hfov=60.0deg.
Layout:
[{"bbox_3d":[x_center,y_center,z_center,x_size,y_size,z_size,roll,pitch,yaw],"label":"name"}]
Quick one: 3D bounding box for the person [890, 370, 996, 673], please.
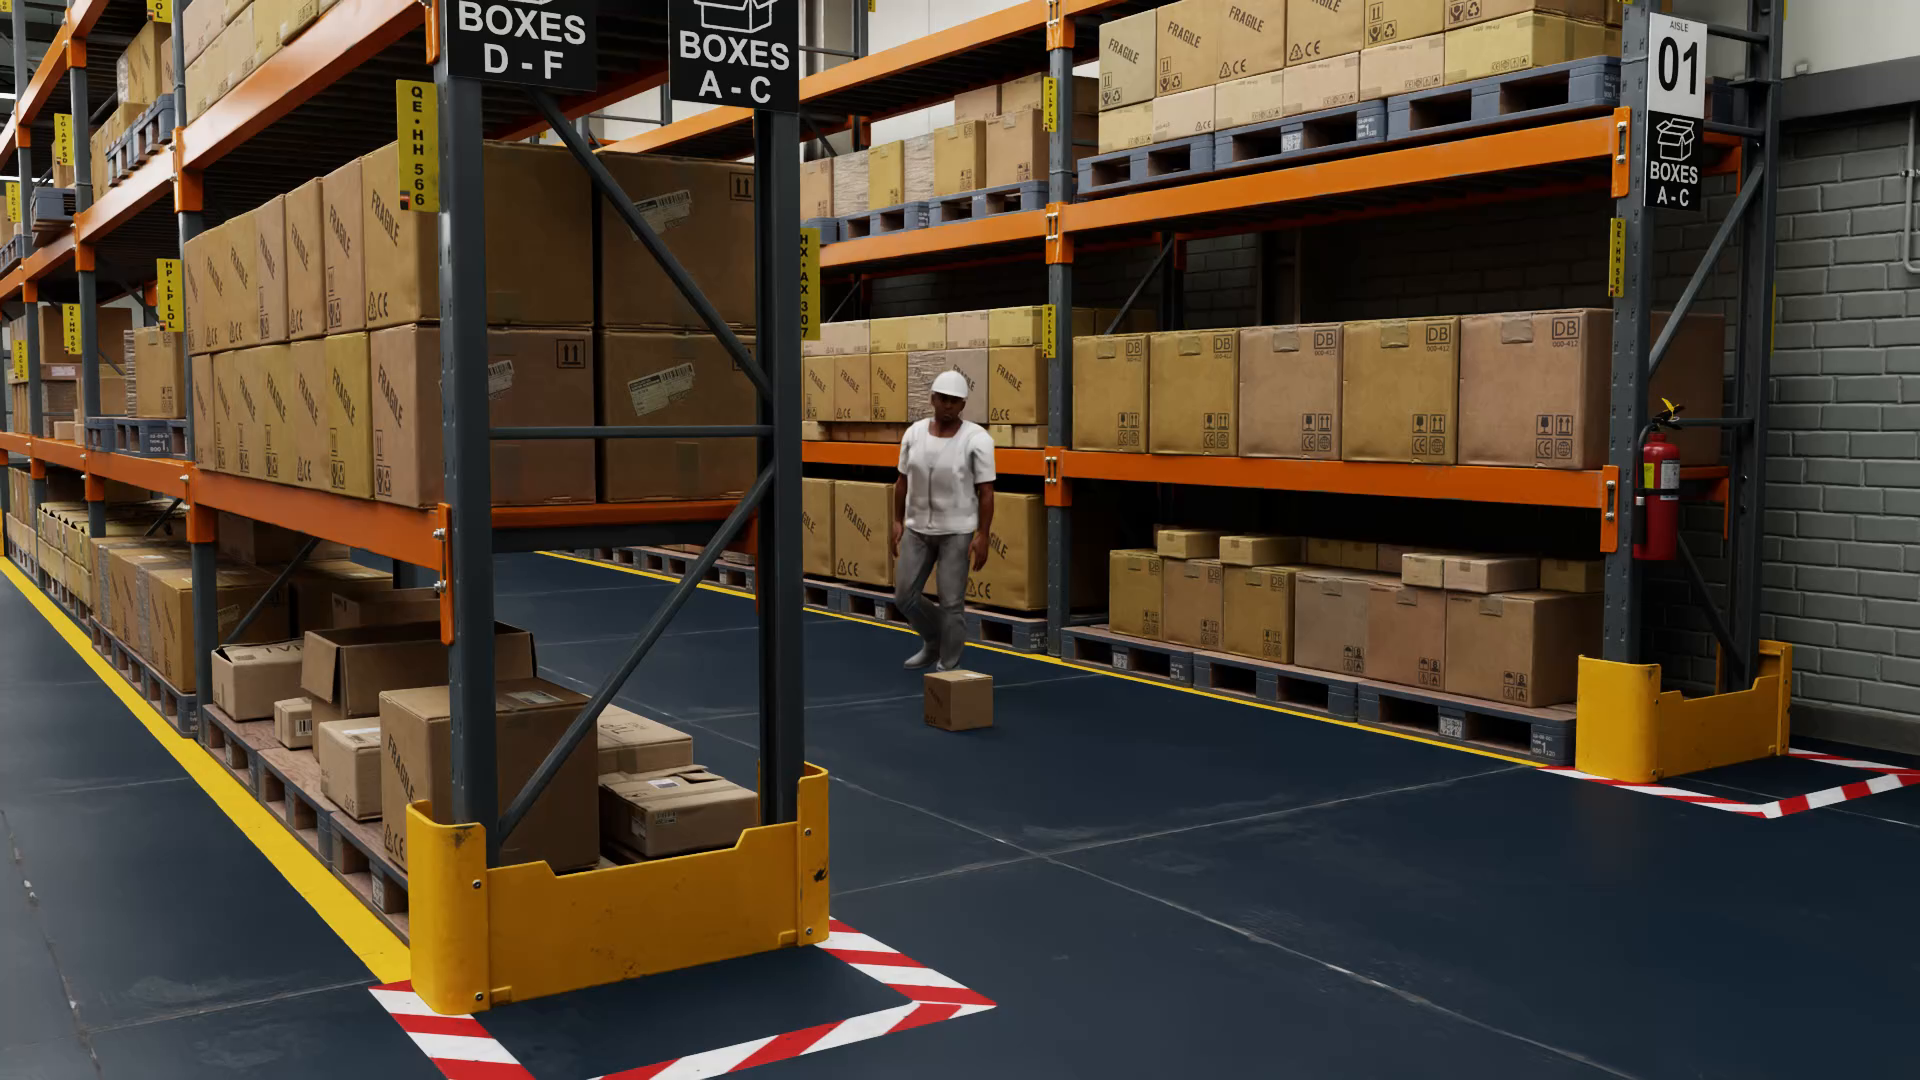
[{"bbox_3d":[-0.072,-0.048,9.158,0.613,1.766,0.553,2,5,25],"label":"person"}]
